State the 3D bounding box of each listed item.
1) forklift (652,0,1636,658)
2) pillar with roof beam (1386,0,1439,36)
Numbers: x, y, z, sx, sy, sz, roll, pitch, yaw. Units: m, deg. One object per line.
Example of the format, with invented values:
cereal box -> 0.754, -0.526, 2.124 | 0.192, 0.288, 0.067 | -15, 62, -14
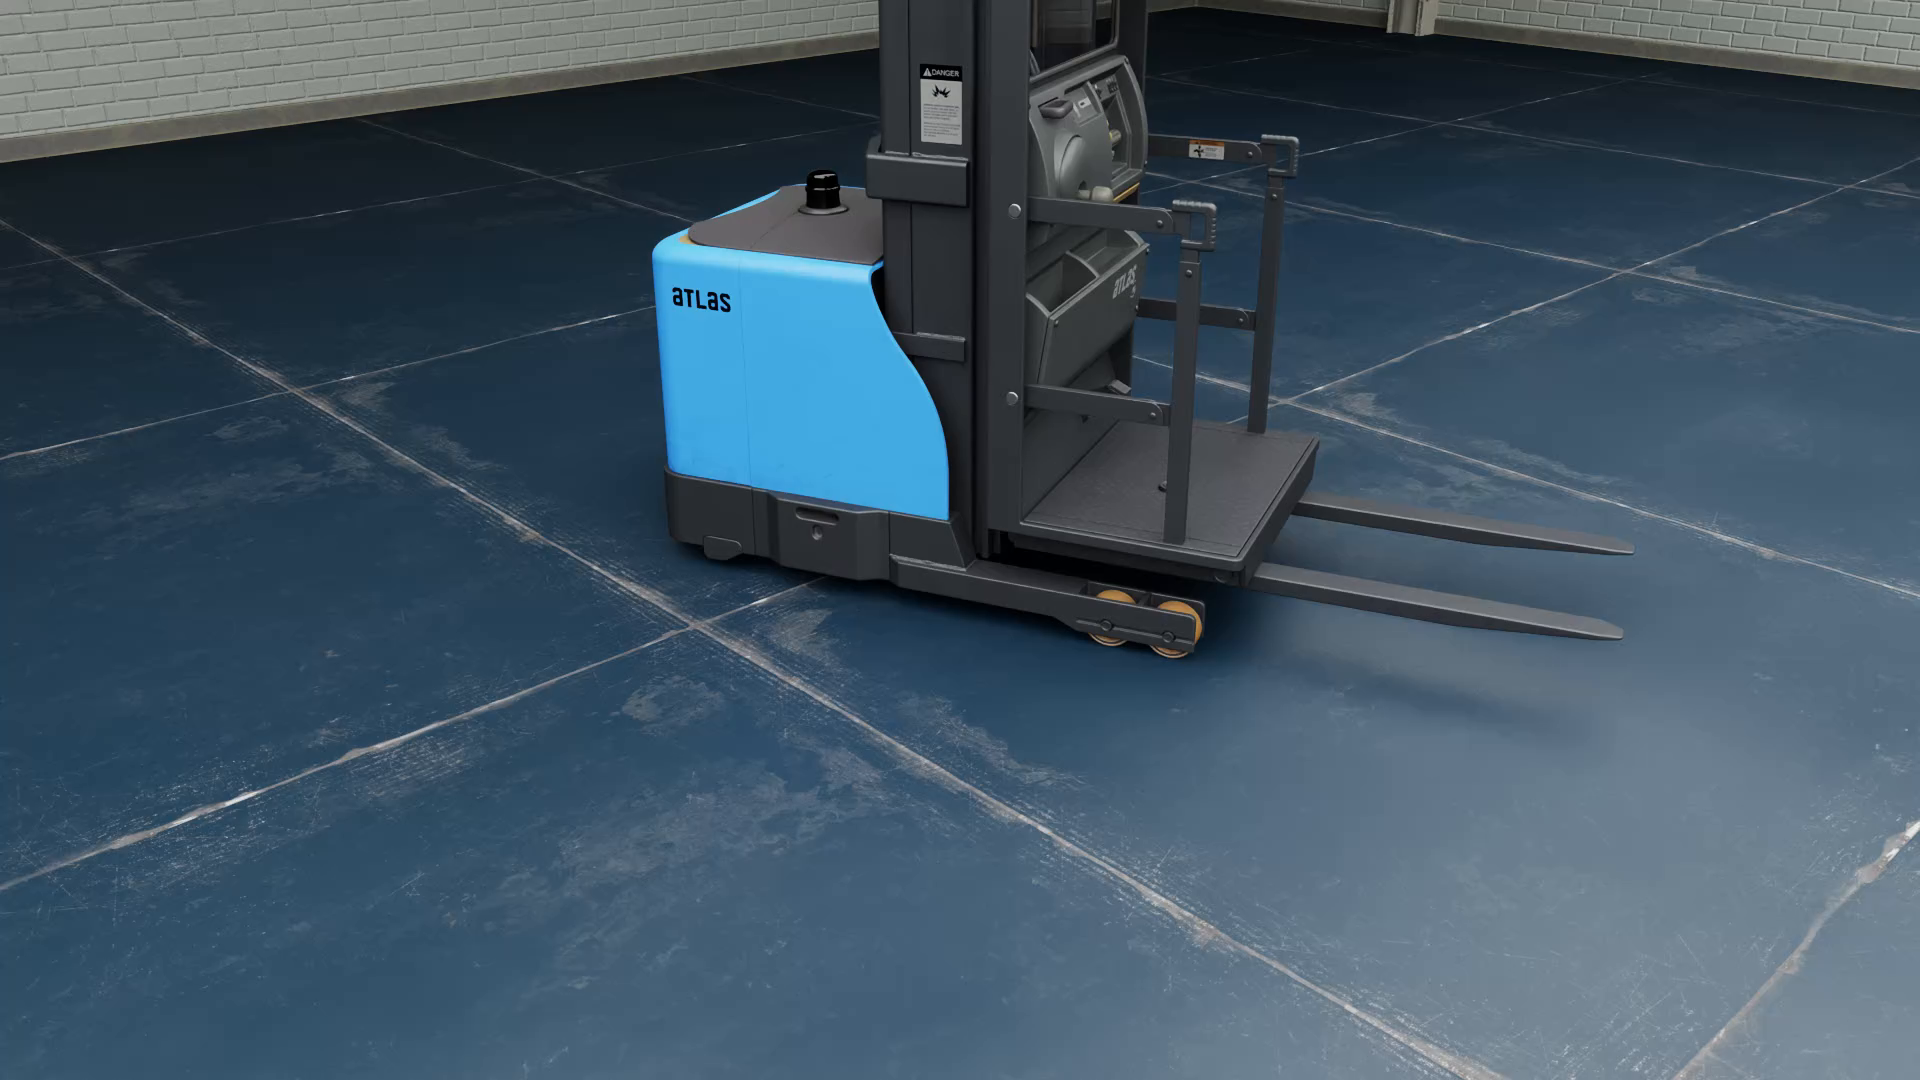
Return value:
forklift -> 0.577, -1.231, 4.917 | 3.031, 2.935, 1.130 | 10, 26, 21
pillar with roof beam -> 1.558, -8.163, 12.802 | 9.100, 9.000, 0.400 | -21, 32, -38
